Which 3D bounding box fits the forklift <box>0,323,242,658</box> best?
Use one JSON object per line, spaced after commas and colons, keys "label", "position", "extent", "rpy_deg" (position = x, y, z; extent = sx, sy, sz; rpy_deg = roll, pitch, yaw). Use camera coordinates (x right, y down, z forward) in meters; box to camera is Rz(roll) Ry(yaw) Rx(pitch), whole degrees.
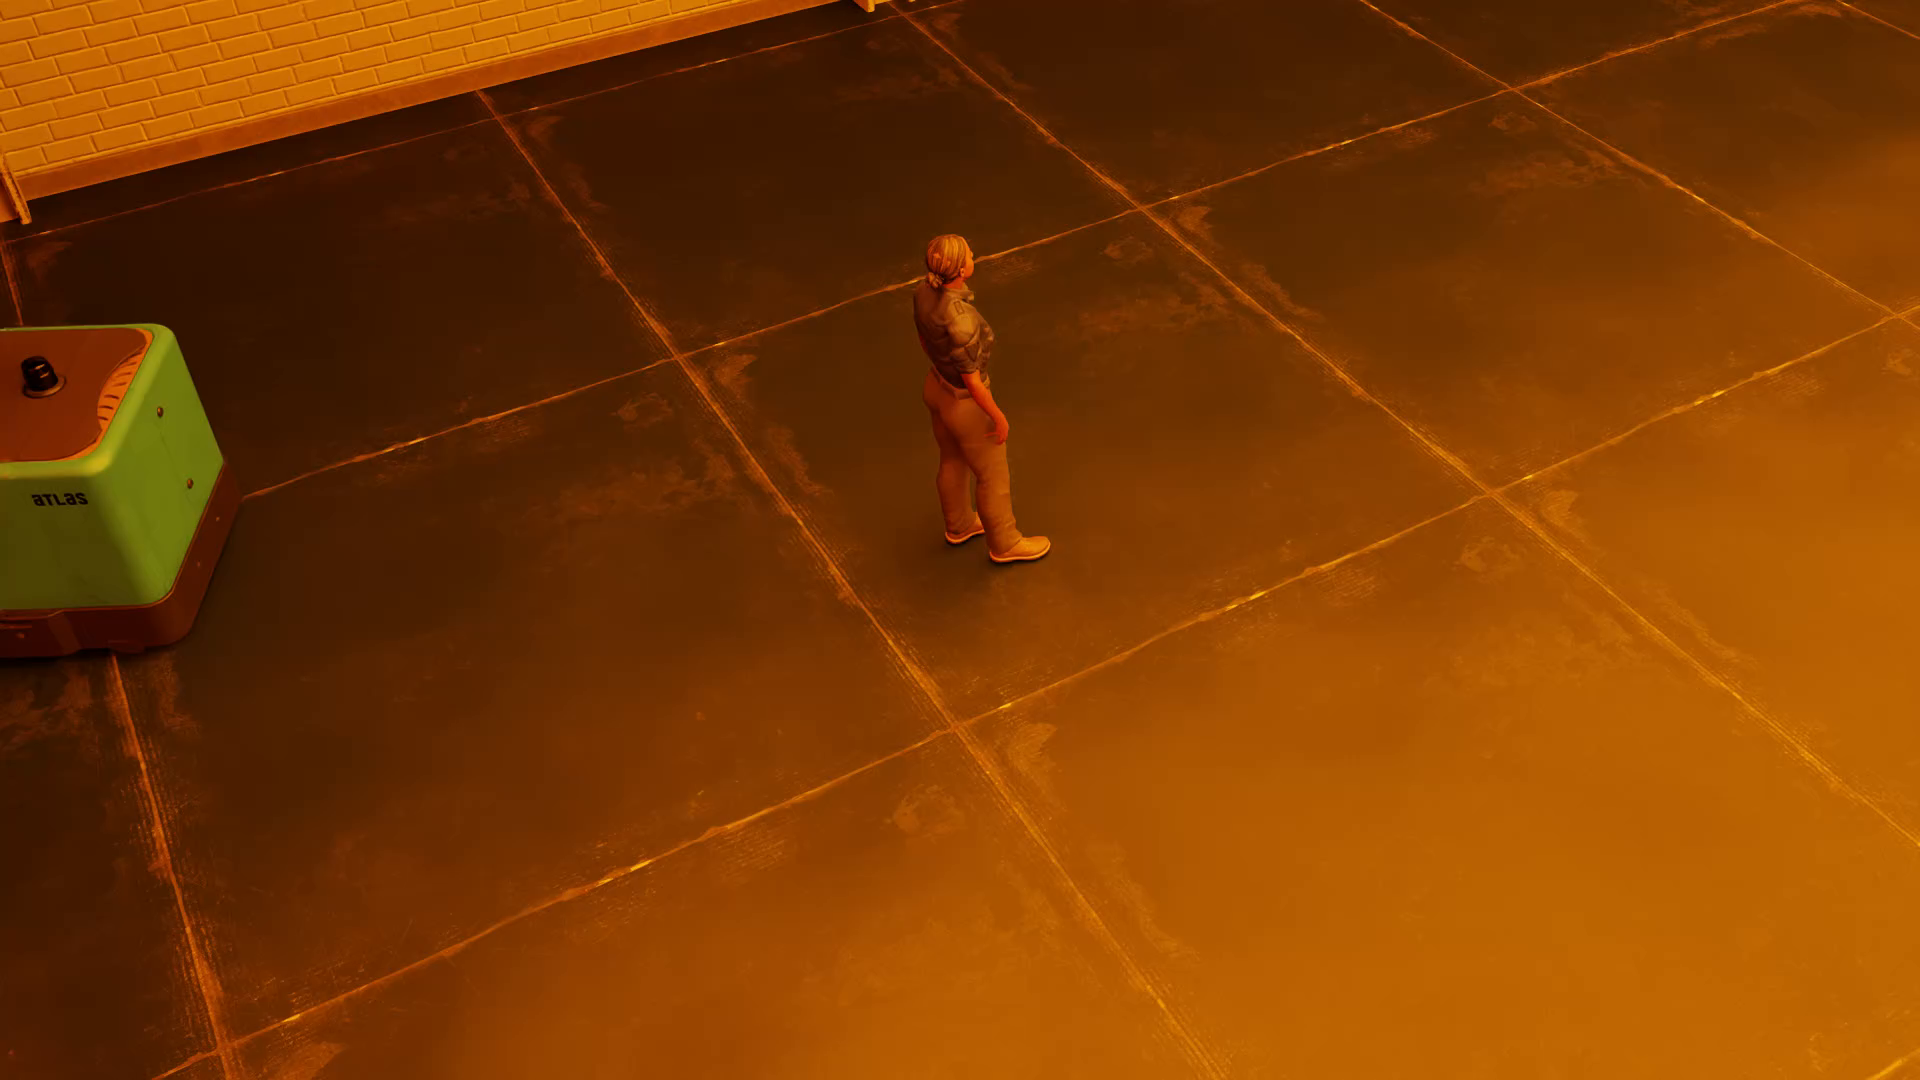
{"label": "forklift", "position": [-4.924, -0.864, 6.629], "extent": [3.031, 2.935, 1.130], "rpy_deg": [-2, 43, -2]}

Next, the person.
{"label": "person", "position": [0.086, -0.630, 7.305], "extent": [0.503, 1.656, 0.569], "rpy_deg": [-21, 47, -21]}
